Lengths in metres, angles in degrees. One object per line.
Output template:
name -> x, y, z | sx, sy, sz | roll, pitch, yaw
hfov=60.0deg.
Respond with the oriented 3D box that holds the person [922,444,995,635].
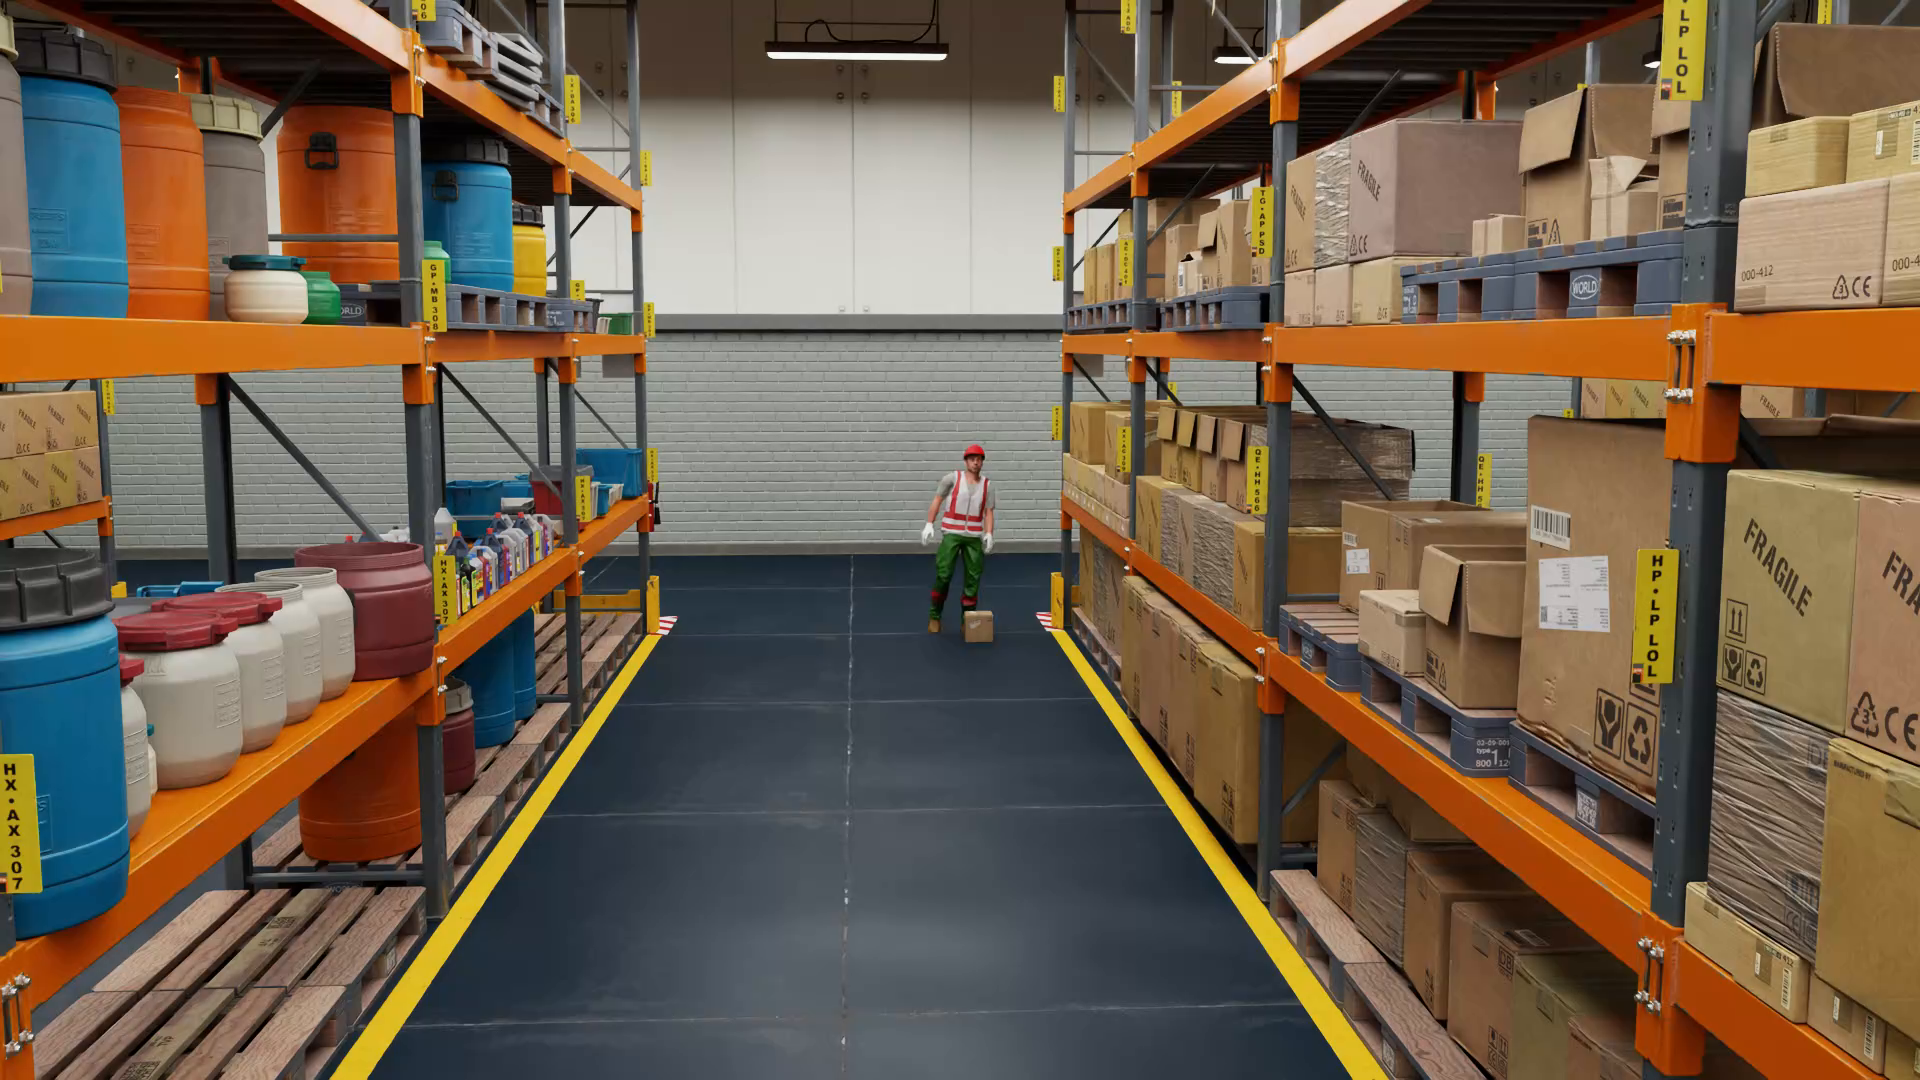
person -> 0.023, 0.009, 15.689 | 0.707, 1.815, 0.492 | -2, 7, -19
